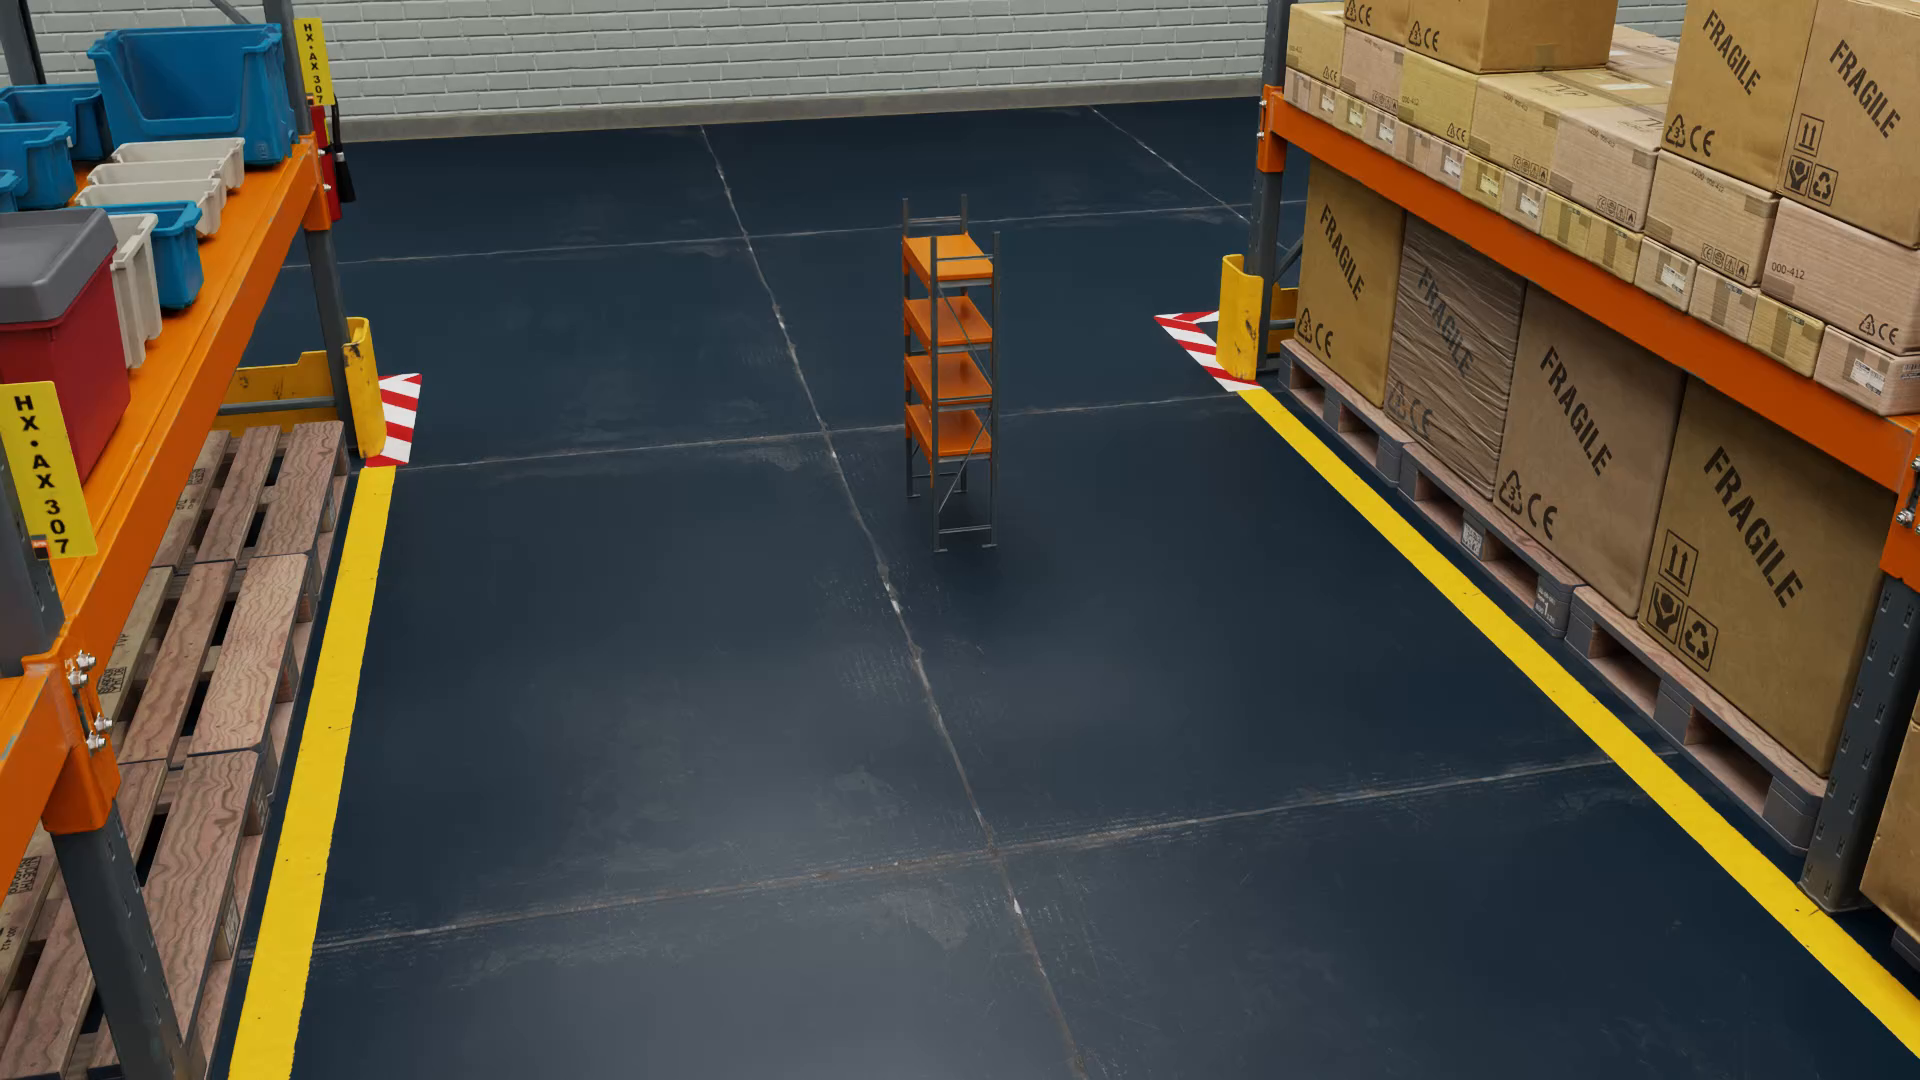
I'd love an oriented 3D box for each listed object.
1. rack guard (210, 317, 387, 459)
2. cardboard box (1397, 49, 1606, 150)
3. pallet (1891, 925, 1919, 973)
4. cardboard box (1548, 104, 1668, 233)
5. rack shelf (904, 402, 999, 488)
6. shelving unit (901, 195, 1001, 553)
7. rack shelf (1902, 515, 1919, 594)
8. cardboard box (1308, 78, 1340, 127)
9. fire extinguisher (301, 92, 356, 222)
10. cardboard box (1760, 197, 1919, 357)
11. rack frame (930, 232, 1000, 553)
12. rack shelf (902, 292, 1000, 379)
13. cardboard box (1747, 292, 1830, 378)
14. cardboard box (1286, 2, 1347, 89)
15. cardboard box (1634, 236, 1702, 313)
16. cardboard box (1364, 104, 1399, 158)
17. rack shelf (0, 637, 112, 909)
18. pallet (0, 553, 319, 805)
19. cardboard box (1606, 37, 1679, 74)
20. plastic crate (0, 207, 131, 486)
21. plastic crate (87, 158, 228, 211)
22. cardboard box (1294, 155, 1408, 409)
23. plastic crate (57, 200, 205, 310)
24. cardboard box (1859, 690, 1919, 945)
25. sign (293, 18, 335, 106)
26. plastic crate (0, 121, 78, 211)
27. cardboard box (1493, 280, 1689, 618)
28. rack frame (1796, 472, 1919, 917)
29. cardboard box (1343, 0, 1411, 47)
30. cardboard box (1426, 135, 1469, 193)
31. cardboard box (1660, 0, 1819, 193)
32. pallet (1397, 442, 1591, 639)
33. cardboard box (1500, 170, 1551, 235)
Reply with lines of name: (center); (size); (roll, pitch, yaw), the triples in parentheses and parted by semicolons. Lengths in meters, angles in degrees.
rack guard: (-3.020, -0.586, 6.856); (1.175, 0.500, 0.348); (-6, 27, -12)
cardboard box: (1.902, -1.575, 5.877); (0.500, 0.250, 0.500); (-7, 28, -13)
pallet: (2.972, 1.136, 3.764); (1.003, 0.211, 1.213); (-6, 27, -12)
cardboard box: (2.135, -1.124, 4.983); (0.500, 0.250, 0.500); (-5, 27, -11)
rack shelf: (-0.037, -0.371, 6.243); (0.258, 0.148, 0.480); (-6, 27, -12)
shelving unit: (-0.037, -0.608, 6.124); (0.258, 1.200, 0.503); (-6, 27, -12)
rack shelf: (3.176, 0.760, 2.214); (1.077, 0.370, 4.000); (-6, 27, -12)
cardboard box: (1.641, -1.782, 6.730); (0.380, 0.149, 0.250); (-6, 27, -12)
fire extinguisher: (-2.593, -1.604, 6.599); (0.296, 0.674, 0.183); (-6, 27, -12)
cardboard box: (2.370, -0.673, 4.090); (0.500, 0.250, 0.500); (-6, 27, -13)
rack frame: (0.018, -0.501, 5.911); (0.240, 1.200, 0.015); (-6, 27, -12)
rack shelf: (-0.037, -0.748, 6.053); (0.258, 0.148, 0.480); (-6, 27, -12)
cardboard box: (2.278, -0.541, 4.272); (0.380, 0.149, 0.250); (-5, 27, -11)
cardboard box: (1.668, -2.023, 6.766); (0.500, 0.250, 0.500); (-7, 28, -13)
cardboard box: (2.163, -0.767, 4.719); (0.380, 0.149, 0.250); (-5, 27, -11)
cardboard box: (1.759, -1.555, 6.280); (0.380, 0.149, 0.250); (-6, 27, -12)
rack shelf: (-1.650, 1.263, 1.218); (1.077, 0.370, 4.000); (-6, 27, -12)
pallet: (-2.583, 0.453, 5.119); (1.003, 0.211, 1.213); (-6, 27, -12)
cardboard box: (2.420, -1.629, 5.986); (0.500, 0.250, 0.500); (-7, 28, -13)
plastic crate: (-2.058, -0.409, 3.595); (0.402, 0.464, 0.583); (-6, 27, -12)
plastic crate: (-2.591, -1.133, 5.393); (0.396, 0.136, 0.243); (-6, 27, -12)
cardboard box: (2.046, -1.162, 7.115); (0.875, 0.875, 0.875); (-6, 27, -12)
plastic crate: (-2.290, -0.769, 4.564); (0.416, 0.233, 0.300); (-6, 27, -12)
cardboard box: (2.888, 0.600, 3.623); (1.225, 0.875, 0.875); (-6, 27, -11)
sign: (-2.470, -1.828, 6.362); (0.100, 0.325, 0.005); (-6, 27, -12)
plastic crate: (-3.119, -1.214, 5.445); (0.416, 0.233, 0.300); (-6, 27, -12)
cardboard box: (2.451, -0.371, 5.549); (0.875, 0.875, 0.875); (-6, 27, -12)
rack frame: (2.725, -0.440, 3.792); (1.000, 3.000, 0.127); (-6, 27, -12)
cardboard box: (1.781, -2.139, 6.162); (0.500, 0.500, 0.500); (-7, 28, -13)
cardboard box: (1.874, -1.330, 5.835); (0.380, 0.149, 0.250); (-6, 27, -12)
cardboard box: (2.252, -1.235, 4.372); (0.500, 0.500, 0.500); (-6, 27, -11)
pallet: (2.351, -0.073, 6.161); (1.003, 0.211, 1.213); (-6, 27, -12)
cardboard box: (1.991, -1.104, 5.387); (0.380, 0.149, 0.250); (-6, 27, -11)
